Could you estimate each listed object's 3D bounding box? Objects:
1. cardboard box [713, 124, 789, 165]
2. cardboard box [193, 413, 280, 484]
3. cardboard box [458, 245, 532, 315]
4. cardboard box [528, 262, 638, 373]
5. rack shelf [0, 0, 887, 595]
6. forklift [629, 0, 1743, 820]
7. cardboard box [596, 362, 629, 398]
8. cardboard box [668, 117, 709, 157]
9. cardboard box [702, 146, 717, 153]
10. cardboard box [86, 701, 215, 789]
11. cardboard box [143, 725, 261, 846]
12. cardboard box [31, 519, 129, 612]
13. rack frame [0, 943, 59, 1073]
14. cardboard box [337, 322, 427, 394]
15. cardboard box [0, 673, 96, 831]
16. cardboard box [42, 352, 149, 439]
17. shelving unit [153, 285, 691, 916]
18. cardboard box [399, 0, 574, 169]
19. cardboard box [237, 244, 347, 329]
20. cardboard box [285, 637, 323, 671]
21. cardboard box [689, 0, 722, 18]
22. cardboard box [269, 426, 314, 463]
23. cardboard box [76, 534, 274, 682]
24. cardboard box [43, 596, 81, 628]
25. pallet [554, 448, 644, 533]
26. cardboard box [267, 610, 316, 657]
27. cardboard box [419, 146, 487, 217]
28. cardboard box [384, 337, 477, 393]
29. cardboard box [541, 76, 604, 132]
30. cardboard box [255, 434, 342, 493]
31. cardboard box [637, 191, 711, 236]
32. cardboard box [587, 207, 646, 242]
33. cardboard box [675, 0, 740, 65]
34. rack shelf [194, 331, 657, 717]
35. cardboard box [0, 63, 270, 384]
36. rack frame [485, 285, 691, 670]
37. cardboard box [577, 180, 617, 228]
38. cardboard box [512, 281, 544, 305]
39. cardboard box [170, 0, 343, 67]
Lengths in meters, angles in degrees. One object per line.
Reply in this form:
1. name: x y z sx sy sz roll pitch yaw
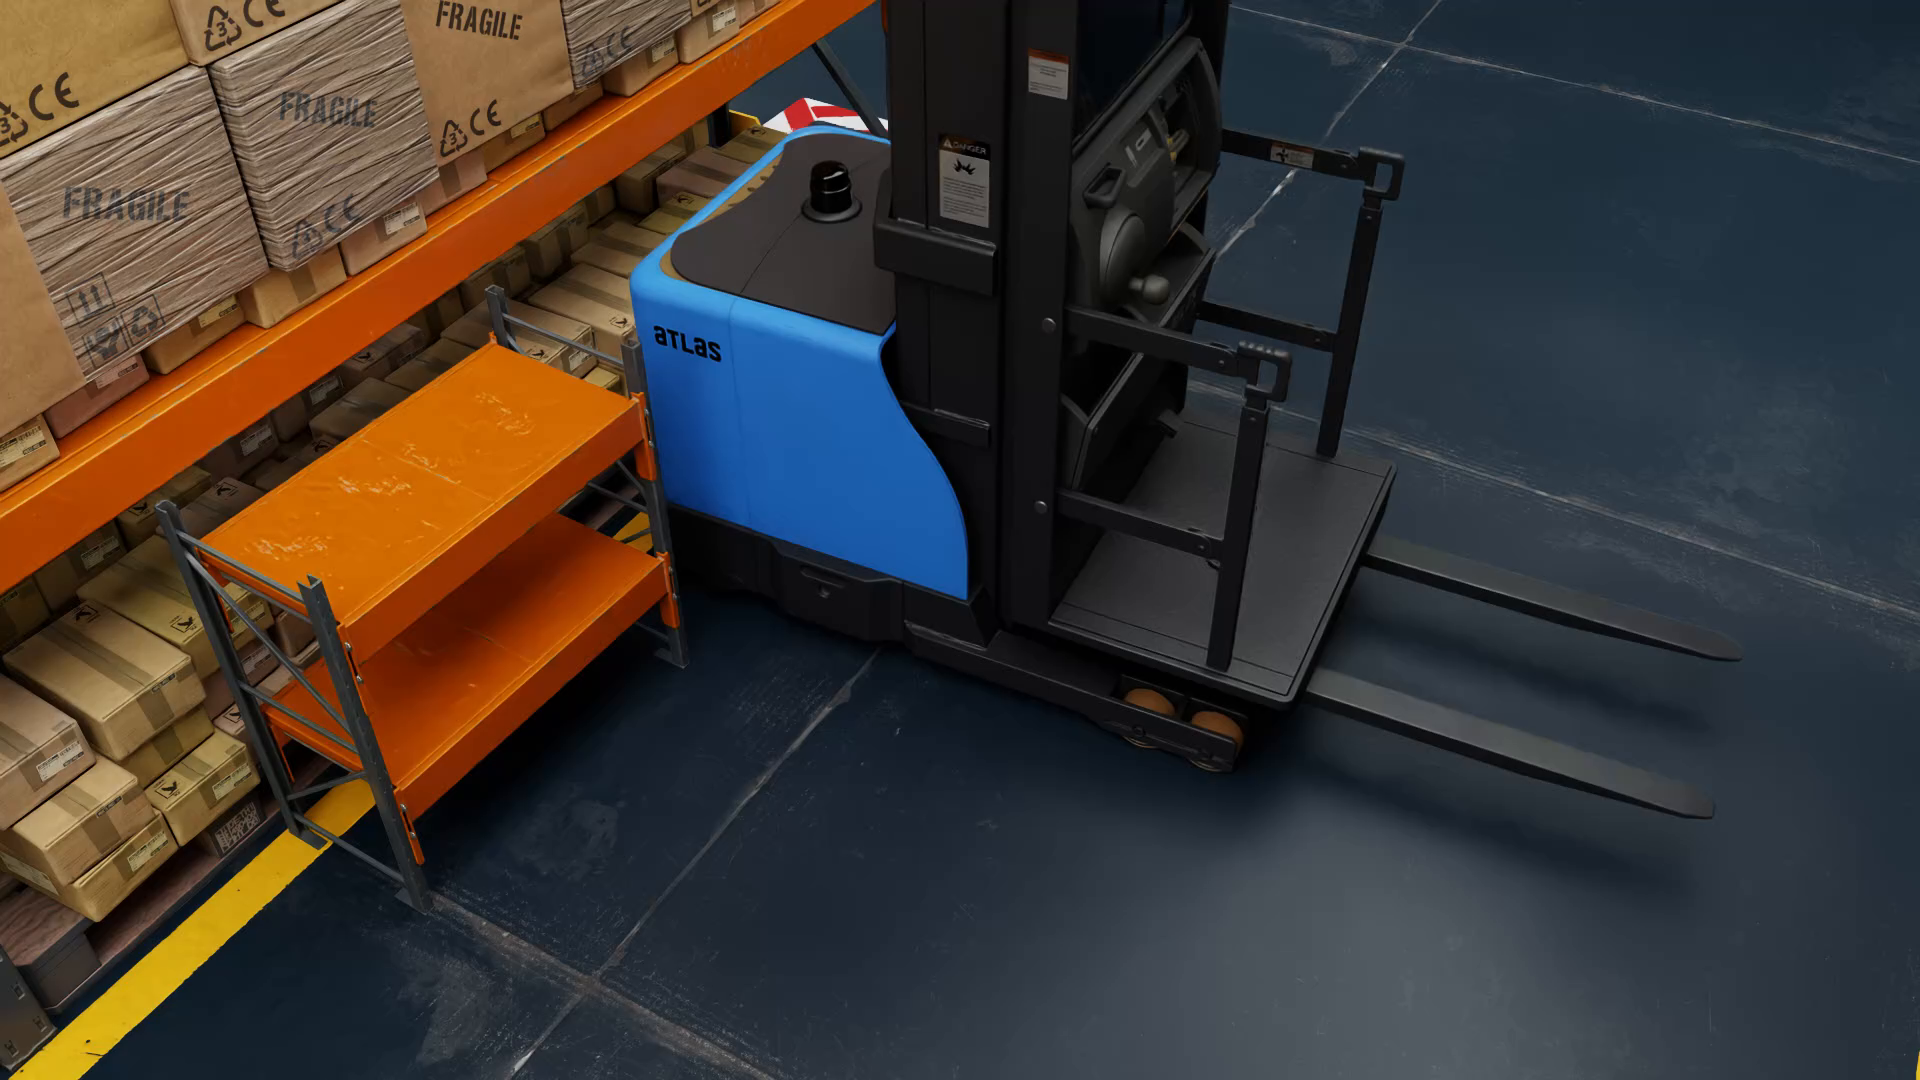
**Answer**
1. cardboard box: -0.637 -1.306 5.852 0.380 0.149 0.250 21 46 23
2. cardboard box: -2.176 -0.306 4.717 0.380 0.149 0.250 19 45 20
3. cardboard box: -1.618 -0.881 5.370 0.380 0.149 0.250 23 46 24
4. cardboard box: -1.103 -0.692 5.155 0.380 0.149 0.250 23 46 24
5. rack shelf: -1.593 -0.967 4.623 1.077 0.370 4.000 21 45 22
6. forklift: 0.649 -0.873 4.024 3.031 2.935 1.130 18 44 19
7. cardboard box: -1.115 -0.586 5.260 0.380 0.149 0.250 22 46 23
8. cardboard box: -1.148 -1.505 6.079 0.380 0.149 0.250 19 45 20
9. cardboard box: -1.076 -1.366 6.146 0.380 0.149 0.250 23 46 24
10. cardboard box: -2.086 0.432 4.104 0.380 0.149 0.250 21 46 22
11. cardboard box: -2.000 0.565 4.178 0.380 0.149 0.250 22 46 23
12. cardboard box: -2.429 0.002 4.367 0.380 0.149 0.250 21 45 22
13. rack frame: -2.593 -0.093 3.086 1.000 3.000 0.127 21 45 22
14. cardboard box: -1.832 -0.570 5.017 0.380 0.149 0.250 21 46 22
15. cardboard box: -2.242 0.468 3.839 0.380 0.149 0.250 23 46 24
16. cardboard box: -2.015 -0.395 3.619 0.380 0.149 0.250 19 45 20
17. shelving unit: -1.274 0.142 4.237 0.538 1.125 1.048 22 46 23
18. cardboard box: -1.360 -1.320 4.179 0.500 0.500 0.500 23 46 24
19. cardboard box: -1.691 -0.671 3.932 0.380 0.149 0.250 22 46 23
20. cardboard box: -1.837 0.244 4.543 0.380 0.149 0.250 20 45 21
21. cardboard box: -0.856 -1.896 4.832 0.500 0.500 0.500 20 45 21
22. cardboard box: -1.995 -0.306 4.942 0.380 0.149 0.250 19 45 20
23. cardboard box: -1.969 0.169 4.178 0.380 0.149 0.250 20 45 21
24. cardboard box: -2.467 0.104 4.476 0.380 0.149 0.250 19 45 21
25. pallet: -1.678 -0.143 5.253 1.003 0.211 1.213 21 45 22
26. cardboard box: -1.858 0.127 4.451 0.380 0.149 0.250 19 45 20
27. cardboard box: -1.457 -0.991 4.295 0.380 0.149 0.250 23 46 24
28. cardboard box: -1.437 -0.418 4.844 0.380 0.149 0.250 21 46 22
29. cardboard box: -1.231 -1.299 4.646 0.380 0.149 0.250 19 45 20
30. cardboard box: -1.660 -0.107 4.491 0.380 0.149 0.250 22 46 23
31. cardboard box: -0.832 -0.991 5.495 0.380 0.149 0.250 20 45 21
32. cardboard box: -1.308 -1.059 5.797 0.380 0.149 0.250 21 46 23
33. cardboard box: -0.887 -1.575 4.959 0.380 0.149 0.250 22 46 23
34. rack shelf: -1.274 -0.078 4.044 0.538 0.278 1.000 22 46 23
35. cardboard box: -1.886 -0.728 3.506 0.500 0.500 0.500 21 45 22
36. rack frame: -1.005 -0.143 4.561 0.500 1.125 0.032 22 46 23
37. cardboard box: -1.419 -1.206 5.739 0.380 0.149 0.250 21 45 22
38. cardboard box: -1.581 -0.765 5.463 0.380 0.149 0.250 19 45 20
39. cardboard box: -1.631 -1.375 3.484 0.500 0.500 0.500 22 46 23
